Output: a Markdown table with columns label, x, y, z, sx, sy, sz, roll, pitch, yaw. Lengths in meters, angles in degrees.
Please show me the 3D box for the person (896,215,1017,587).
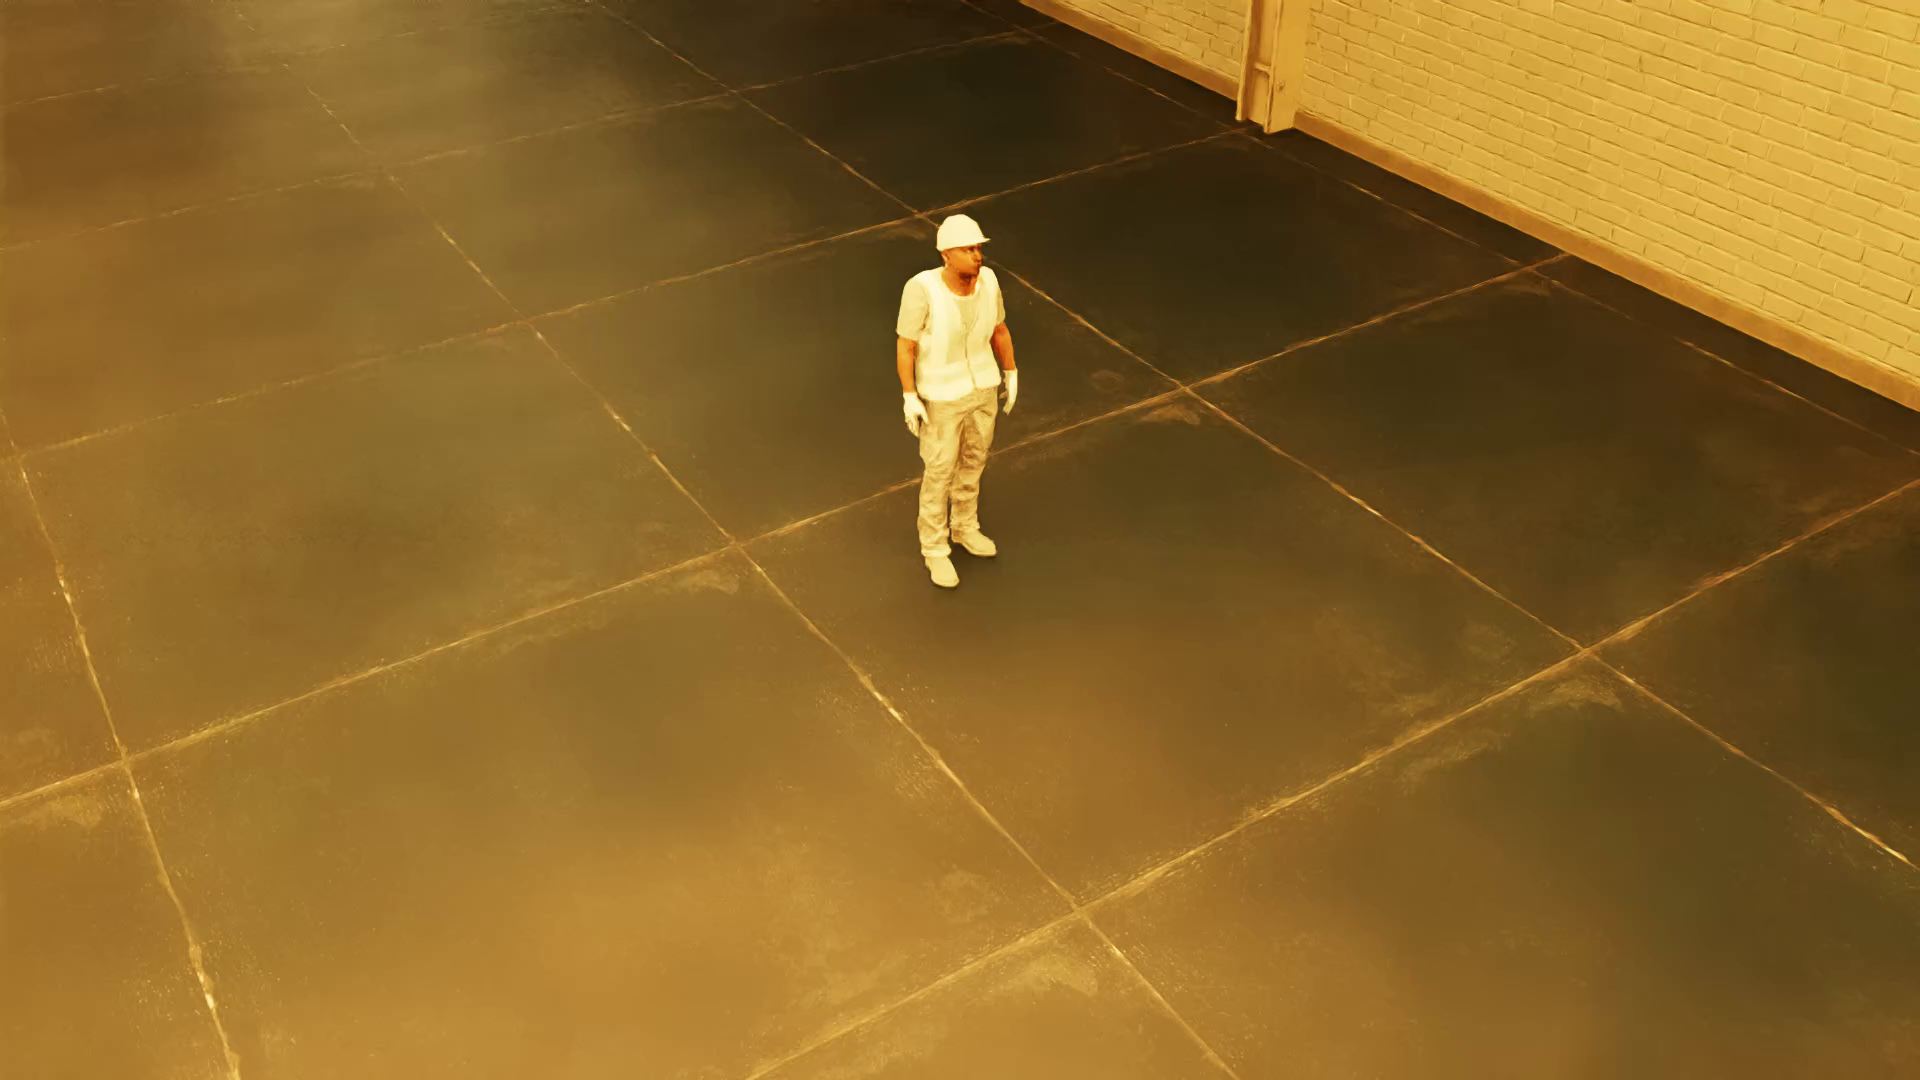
| label | x | y | z | sx | sy | sz | roll | pitch | yaw |
| --- | --- | --- | --- | --- | --- | --- | --- | --- | --- |
| person | 0.033 | -0.698 | 8.128 | 0.655 | 1.782 | 0.576 | -21 | 40 | -27 |
